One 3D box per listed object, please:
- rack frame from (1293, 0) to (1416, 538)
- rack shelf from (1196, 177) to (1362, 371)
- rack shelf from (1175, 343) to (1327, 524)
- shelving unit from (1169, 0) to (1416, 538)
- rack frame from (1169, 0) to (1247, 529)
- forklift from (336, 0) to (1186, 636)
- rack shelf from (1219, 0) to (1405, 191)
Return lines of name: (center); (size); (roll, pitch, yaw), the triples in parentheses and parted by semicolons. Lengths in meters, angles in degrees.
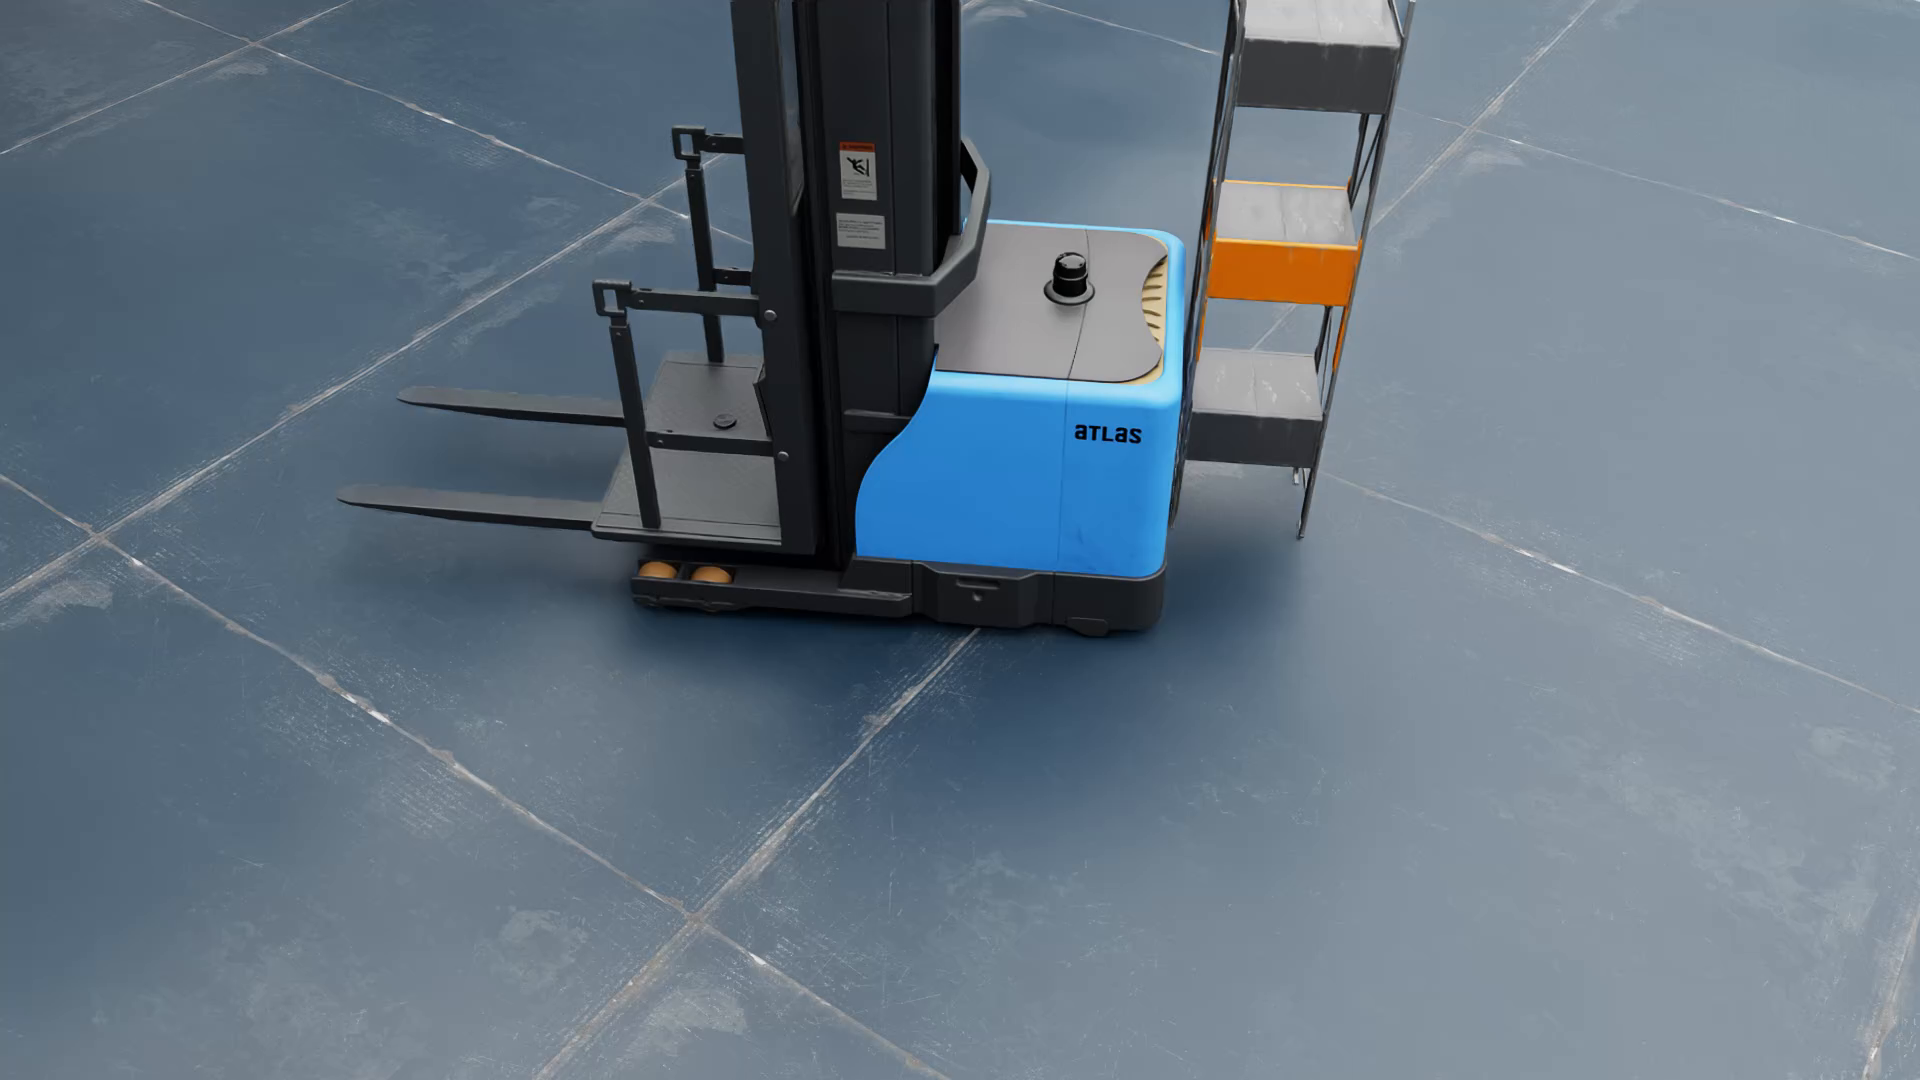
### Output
rack frame: (1.323, -0.923, 5.706); (0.015, 2.100, 0.400); (4, 42, 3)
rack shelf: (1.079, -0.930, 5.727); (0.480, 0.518, 0.431); (4, 42, 3)
rack shelf: (1.066, -0.408, 6.193); (0.480, 0.518, 0.431); (4, 42, 3)
shelving unit: (1.080, -0.940, 5.718); (0.503, 2.100, 0.431); (4, 42, 3)
rack frame: (0.837, -0.957, 5.730); (0.015, 2.100, 0.400); (4, 42, 3)
forklift: (-0.746, -1.181, 5.372); (3.031, 2.935, 1.130); (5, 42, 5)
rack shelf: (1.093, -1.452, 5.261); (0.480, 0.518, 0.431); (4, 42, 3)
